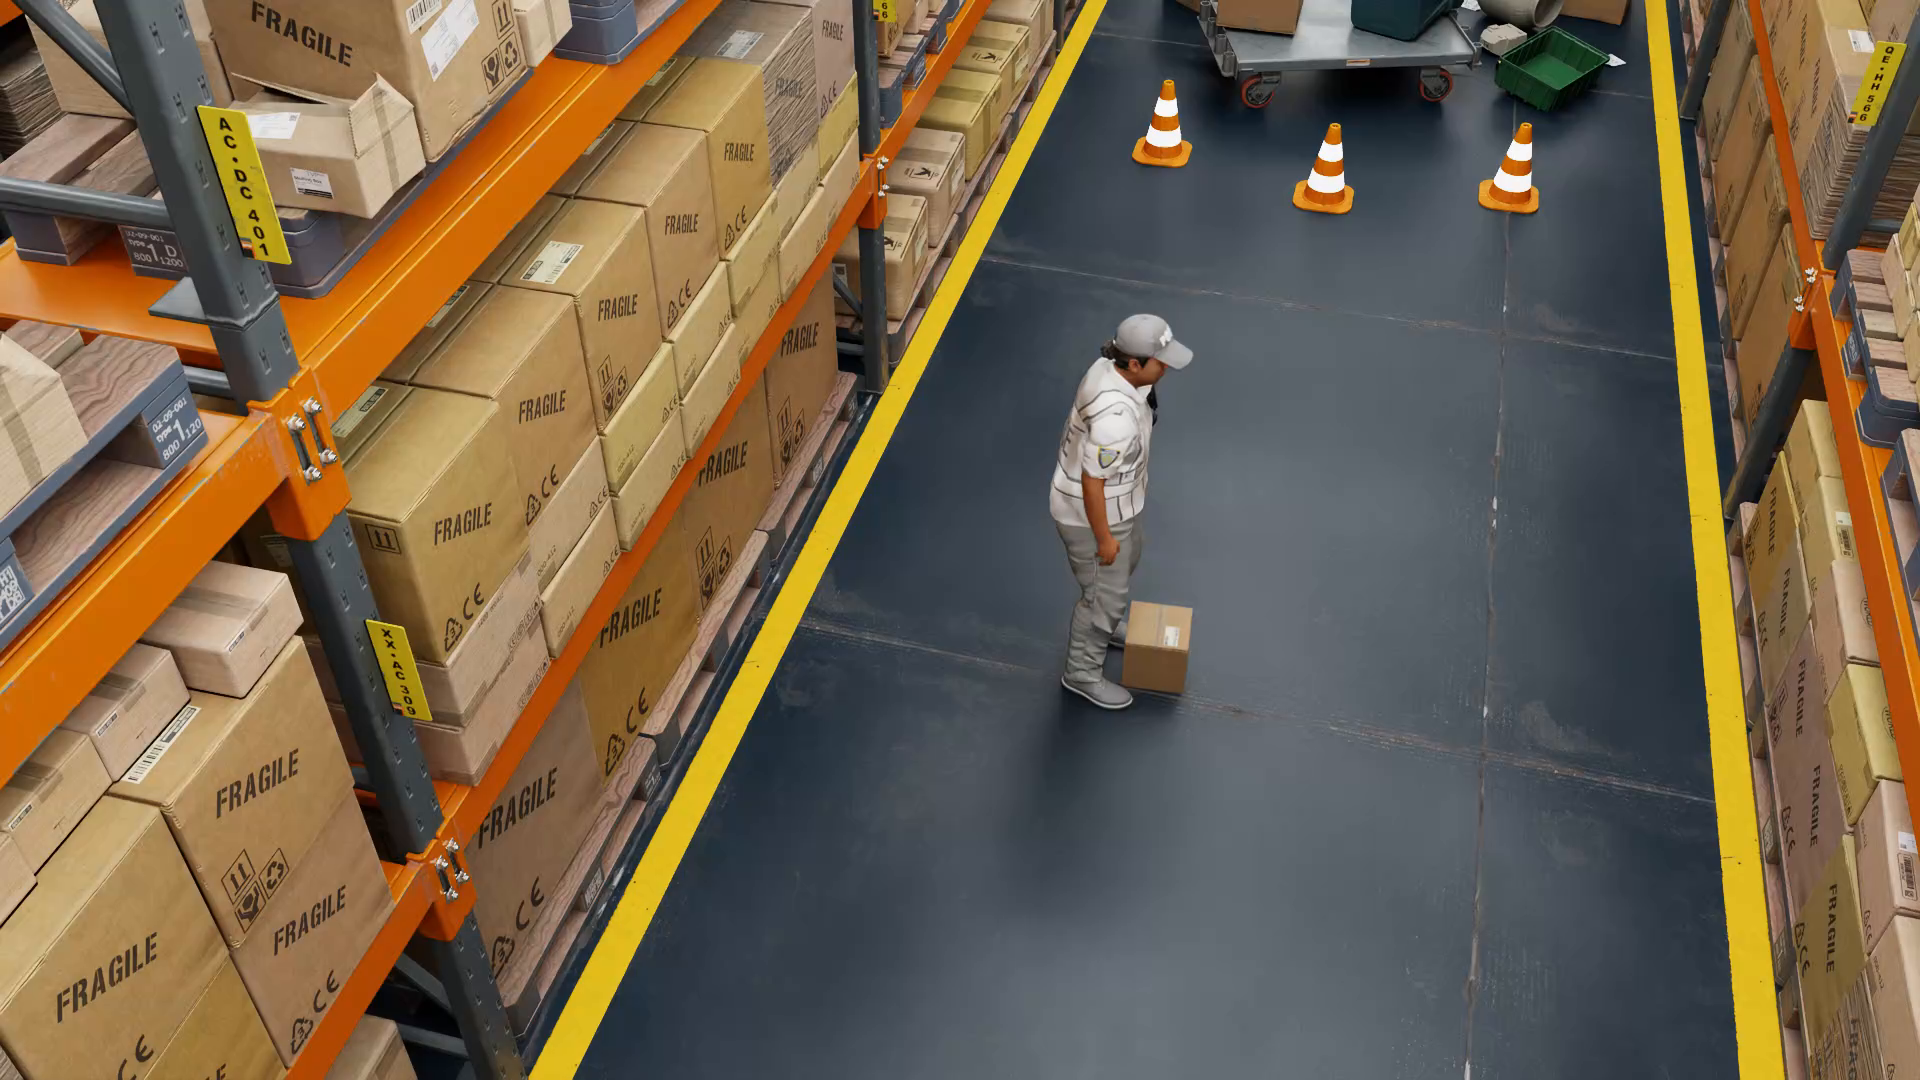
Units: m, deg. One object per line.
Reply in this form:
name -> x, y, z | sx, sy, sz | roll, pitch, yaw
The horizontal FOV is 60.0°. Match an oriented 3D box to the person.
person -> 0.580, -0.131, 6.303 | 0.470, 1.664, 0.549 | 8, 42, 9
